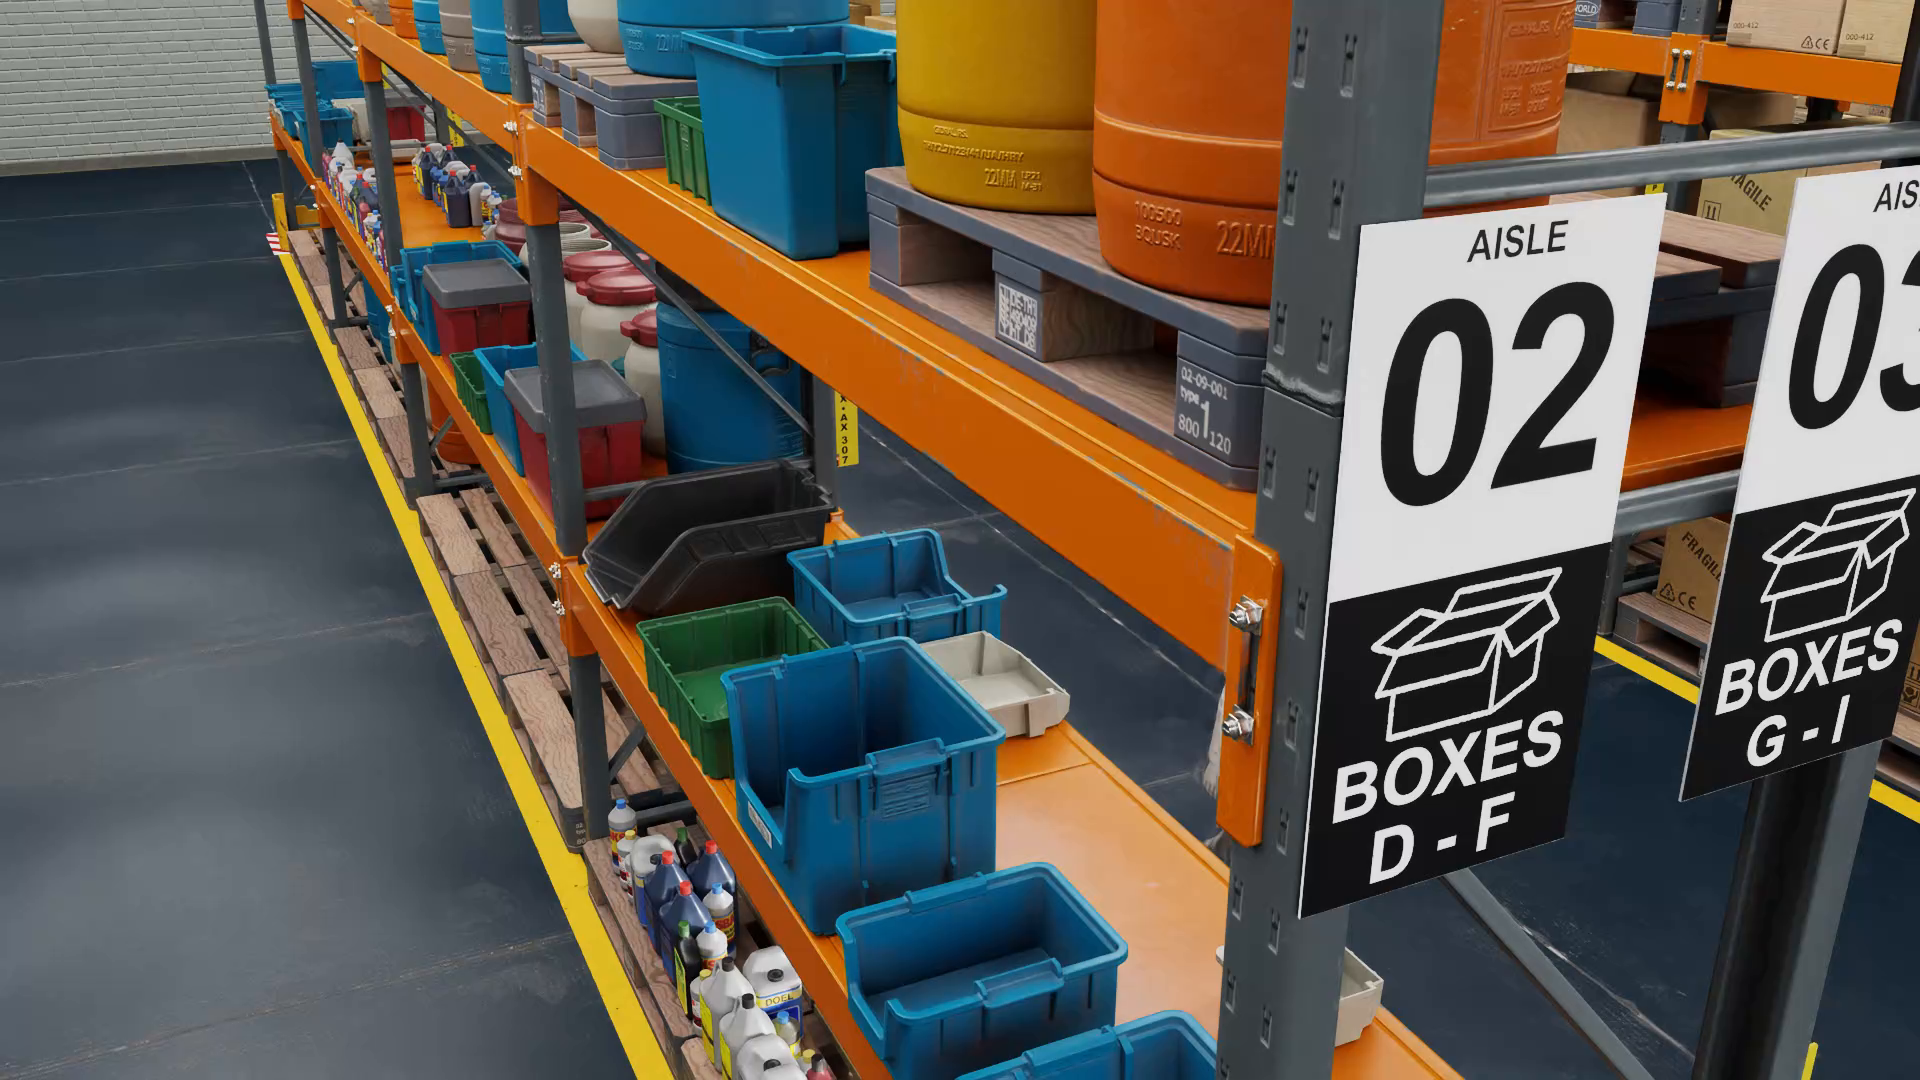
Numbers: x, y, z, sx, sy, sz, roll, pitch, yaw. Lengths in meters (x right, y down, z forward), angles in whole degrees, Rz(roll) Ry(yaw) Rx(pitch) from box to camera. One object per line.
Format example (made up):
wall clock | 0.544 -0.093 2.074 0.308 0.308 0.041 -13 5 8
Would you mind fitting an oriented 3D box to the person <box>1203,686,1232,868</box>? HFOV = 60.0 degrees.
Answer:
person | 1.087 0.688 5.393 0.513 1.622 1.050 -10 24 -23
